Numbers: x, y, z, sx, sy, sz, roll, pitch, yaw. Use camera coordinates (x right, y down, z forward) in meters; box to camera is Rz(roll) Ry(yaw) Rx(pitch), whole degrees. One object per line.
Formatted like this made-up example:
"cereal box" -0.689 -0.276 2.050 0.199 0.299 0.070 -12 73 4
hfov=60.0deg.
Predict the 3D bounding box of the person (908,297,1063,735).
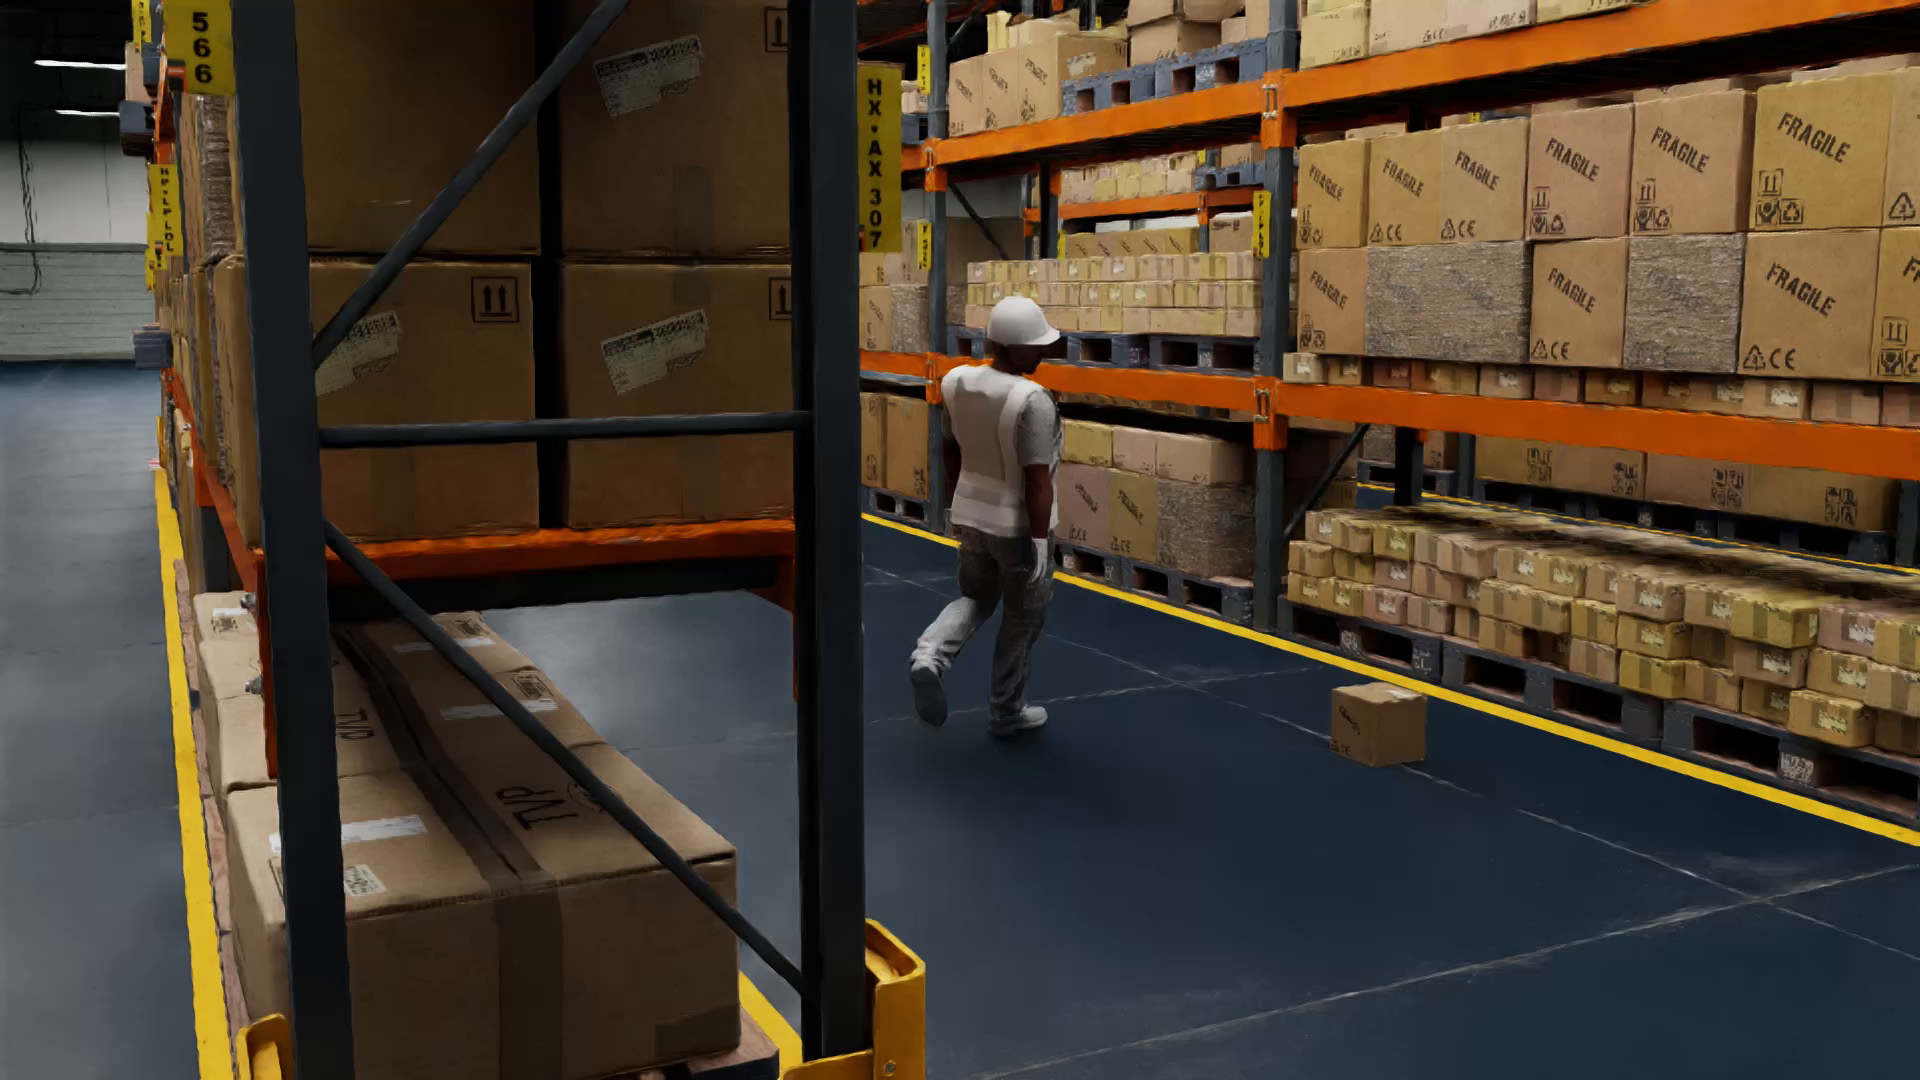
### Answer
"person" 0.174 -0.057 6.343 0.619 1.726 0.766 8 12 44
